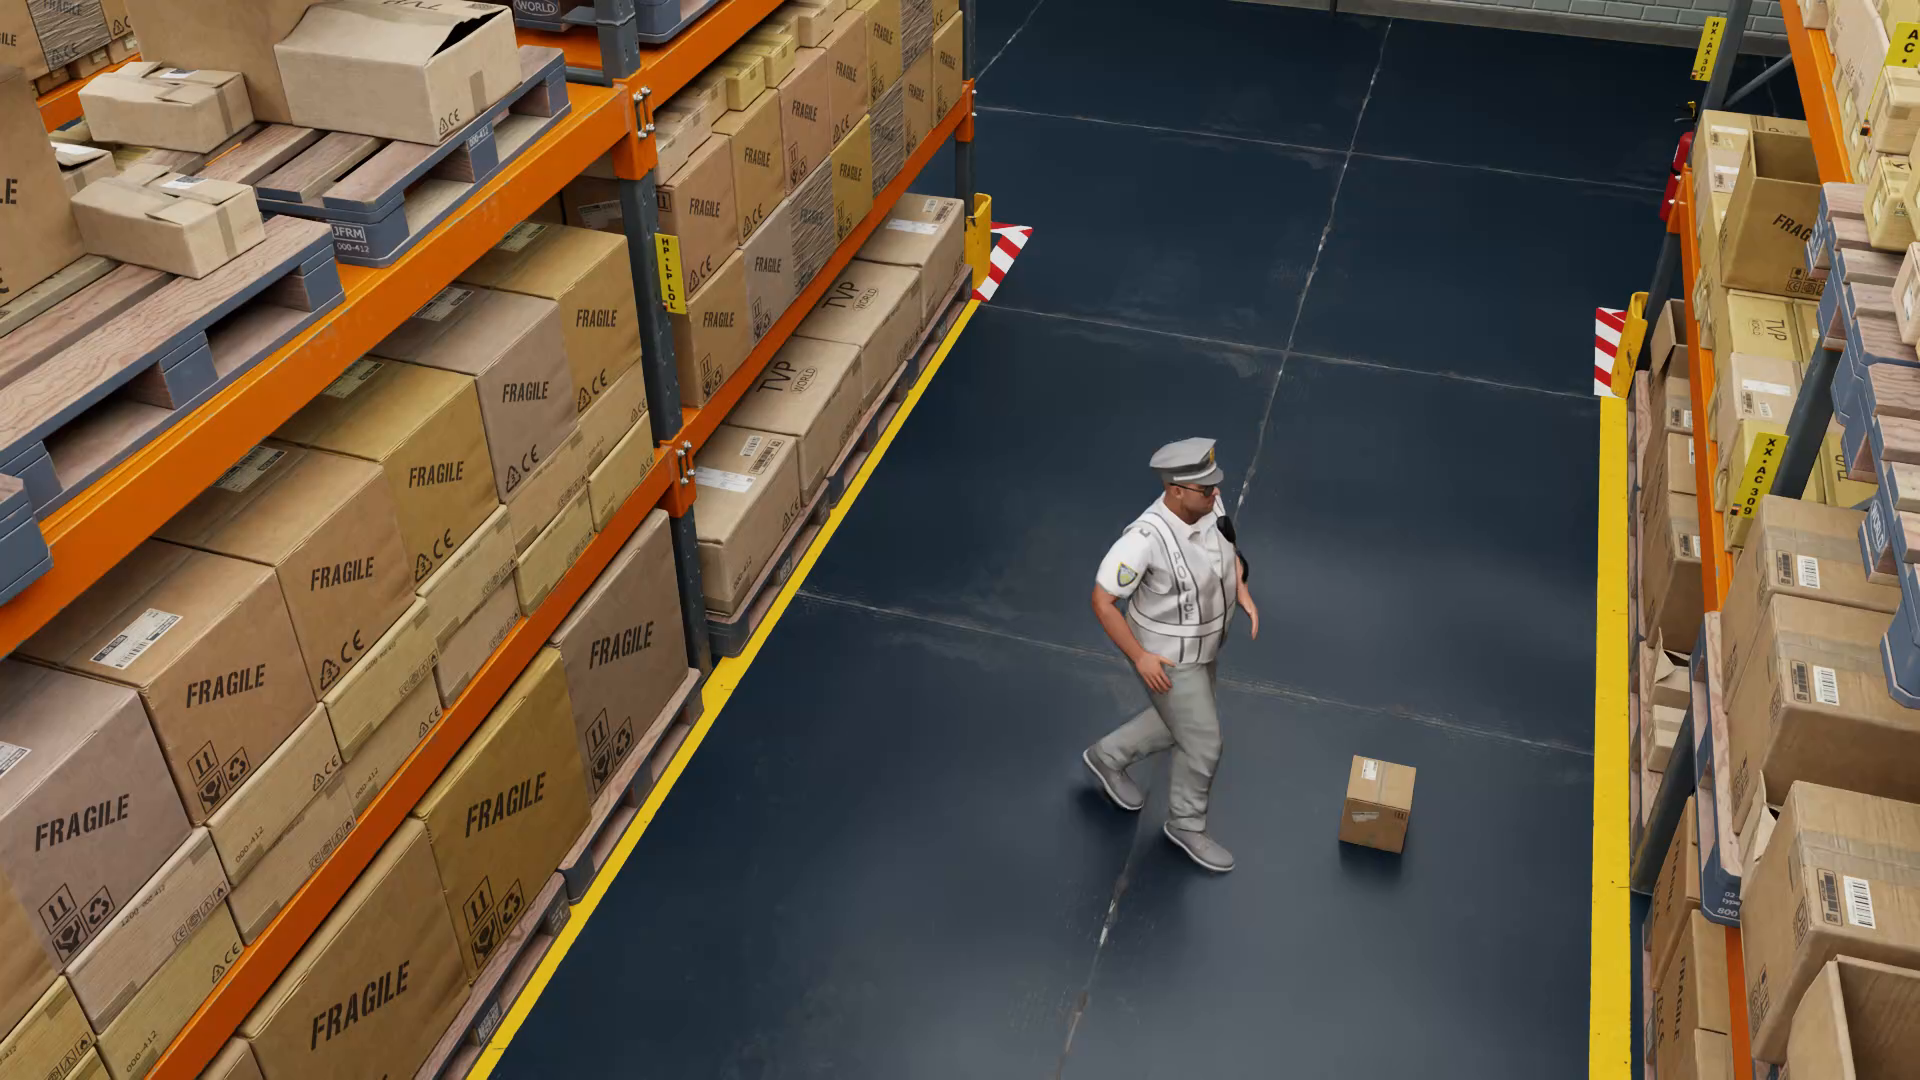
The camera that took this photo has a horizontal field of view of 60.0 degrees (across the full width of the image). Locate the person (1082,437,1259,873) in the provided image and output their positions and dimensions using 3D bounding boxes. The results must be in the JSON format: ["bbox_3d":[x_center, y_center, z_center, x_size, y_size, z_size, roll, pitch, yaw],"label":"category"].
[{"bbox_3d":[0.903,0.396,6.395,0.747,1.741,0.724,24,43,28],"label":"person"}]
